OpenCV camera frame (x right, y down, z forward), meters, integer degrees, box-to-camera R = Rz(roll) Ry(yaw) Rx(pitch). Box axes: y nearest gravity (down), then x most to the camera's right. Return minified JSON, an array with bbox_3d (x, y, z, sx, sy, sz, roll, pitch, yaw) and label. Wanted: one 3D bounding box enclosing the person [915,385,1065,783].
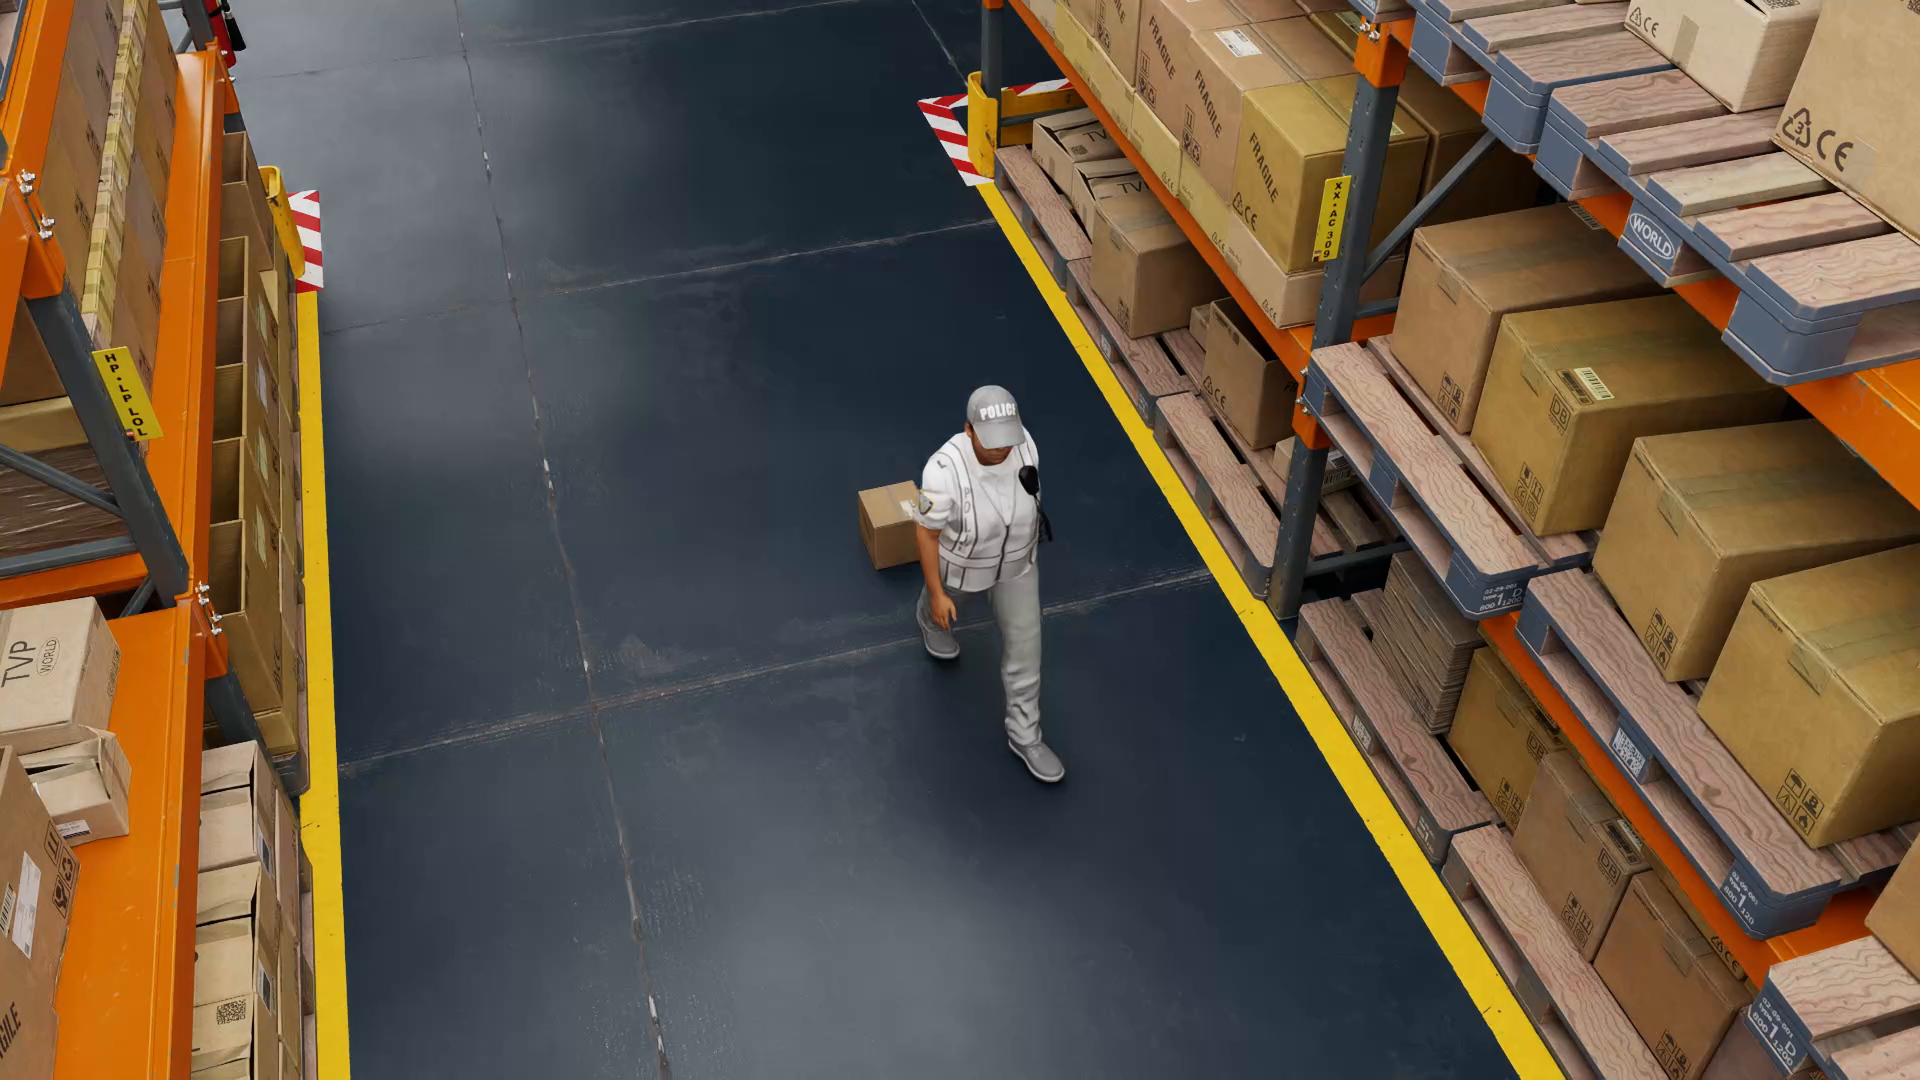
[{"bbox_3d":[0.067,0.065,6.100,0.504,1.603,1.030,-14,44,-15],"label":"person"}]
